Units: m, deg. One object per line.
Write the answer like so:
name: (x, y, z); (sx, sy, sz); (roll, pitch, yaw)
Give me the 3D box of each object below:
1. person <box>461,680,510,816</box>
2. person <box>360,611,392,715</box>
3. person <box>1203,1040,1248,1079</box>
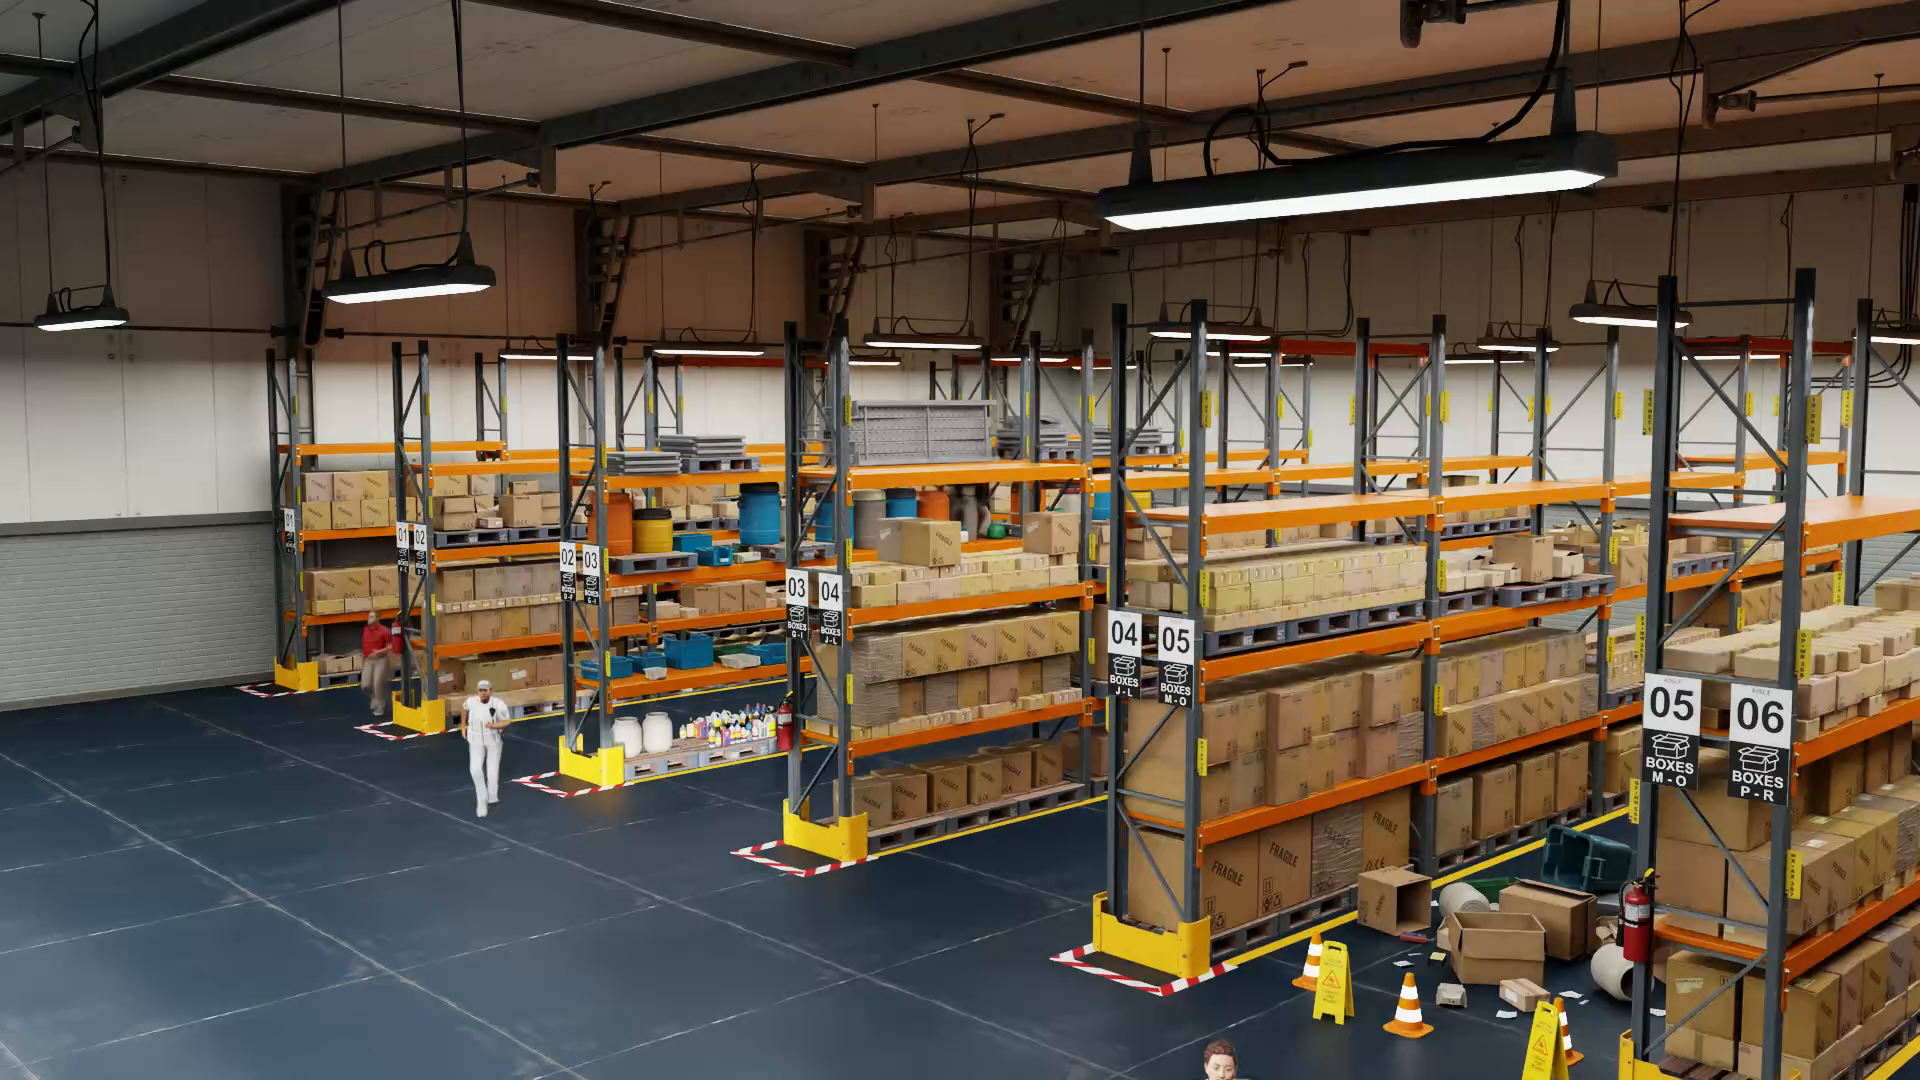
person: (-5.902, 2.558, 20.710); (0.627, 1.696, 0.808); (-1, 5, -8)
person: (-9.470, 1.993, 26.932); (0.647, 1.693, 0.615); (1, 5, 15)
person: (1.424, 3.542, 9.164); (0.599, 1.690, 0.989); (1, 5, 8)
